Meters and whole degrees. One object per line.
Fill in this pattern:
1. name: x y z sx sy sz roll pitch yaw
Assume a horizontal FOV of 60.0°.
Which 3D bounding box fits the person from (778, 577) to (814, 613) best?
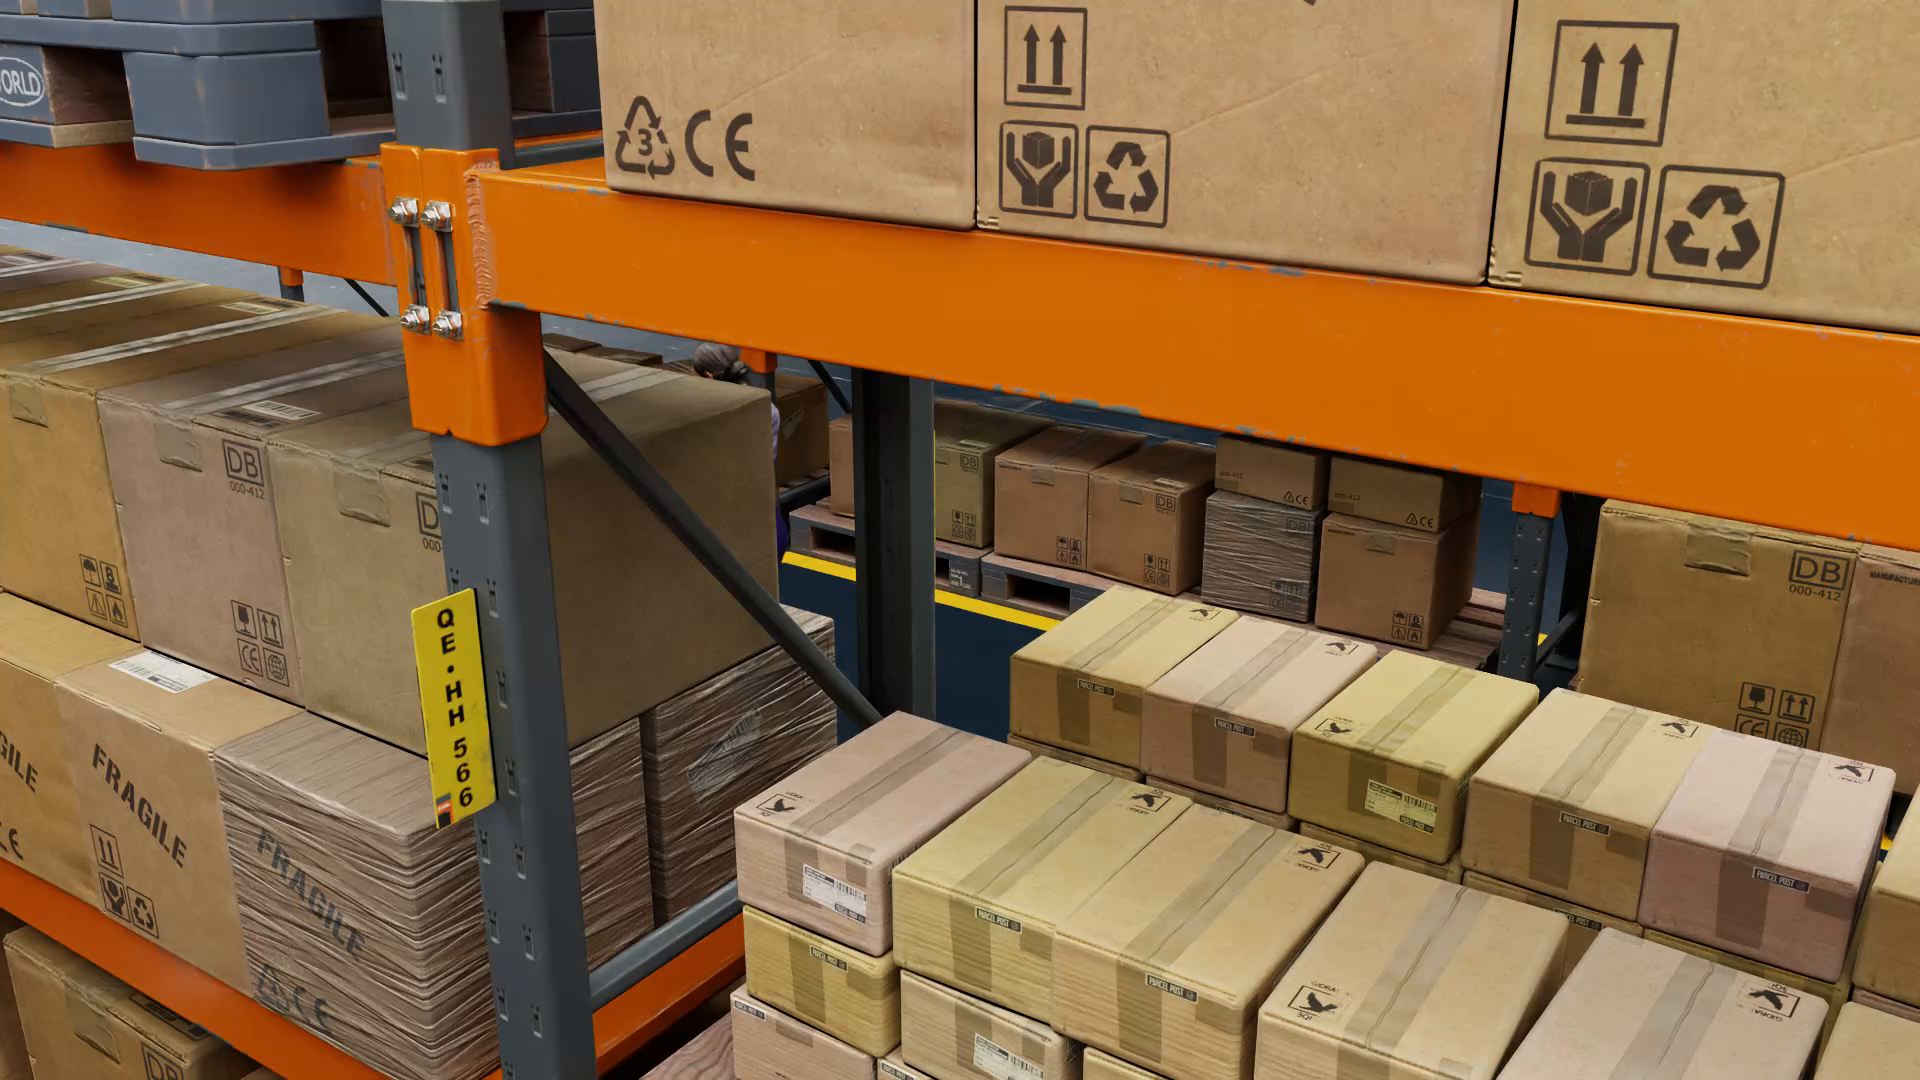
1. person: -1.004 0.334 6.770 0.823 0.908 0.524 13 24 32
